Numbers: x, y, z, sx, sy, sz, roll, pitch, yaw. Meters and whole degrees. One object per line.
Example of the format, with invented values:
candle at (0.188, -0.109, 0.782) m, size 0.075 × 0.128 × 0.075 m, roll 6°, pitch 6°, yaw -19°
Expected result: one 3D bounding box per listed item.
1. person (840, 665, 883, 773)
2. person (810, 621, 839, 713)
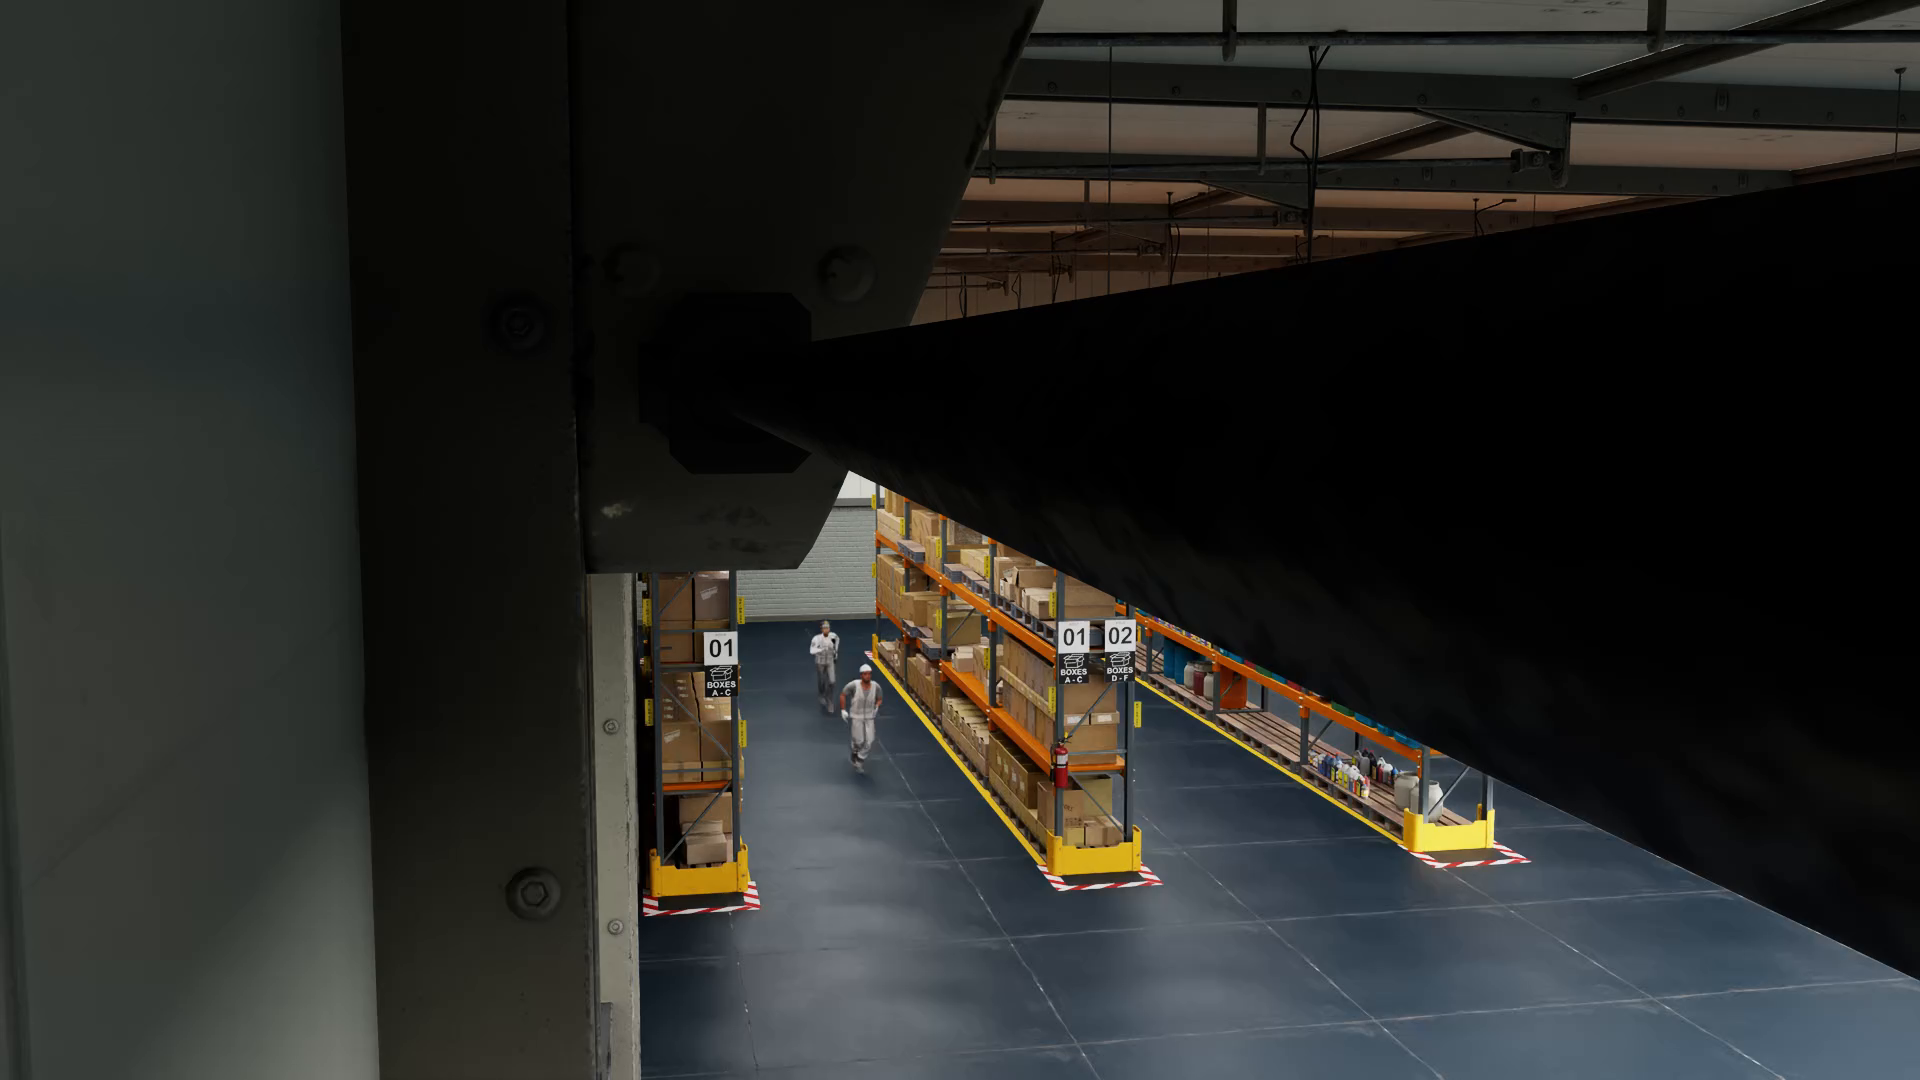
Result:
person at (-1.517, 2.802, 26.020) m, size 0.660 × 1.730 × 0.637 m, roll -2°, pitch 6°, yaw -18°
person at (-2.512, 2.336, 30.933) m, size 0.594 × 1.747 × 0.830 m, roll -1°, pitch 6°, yaw -13°
